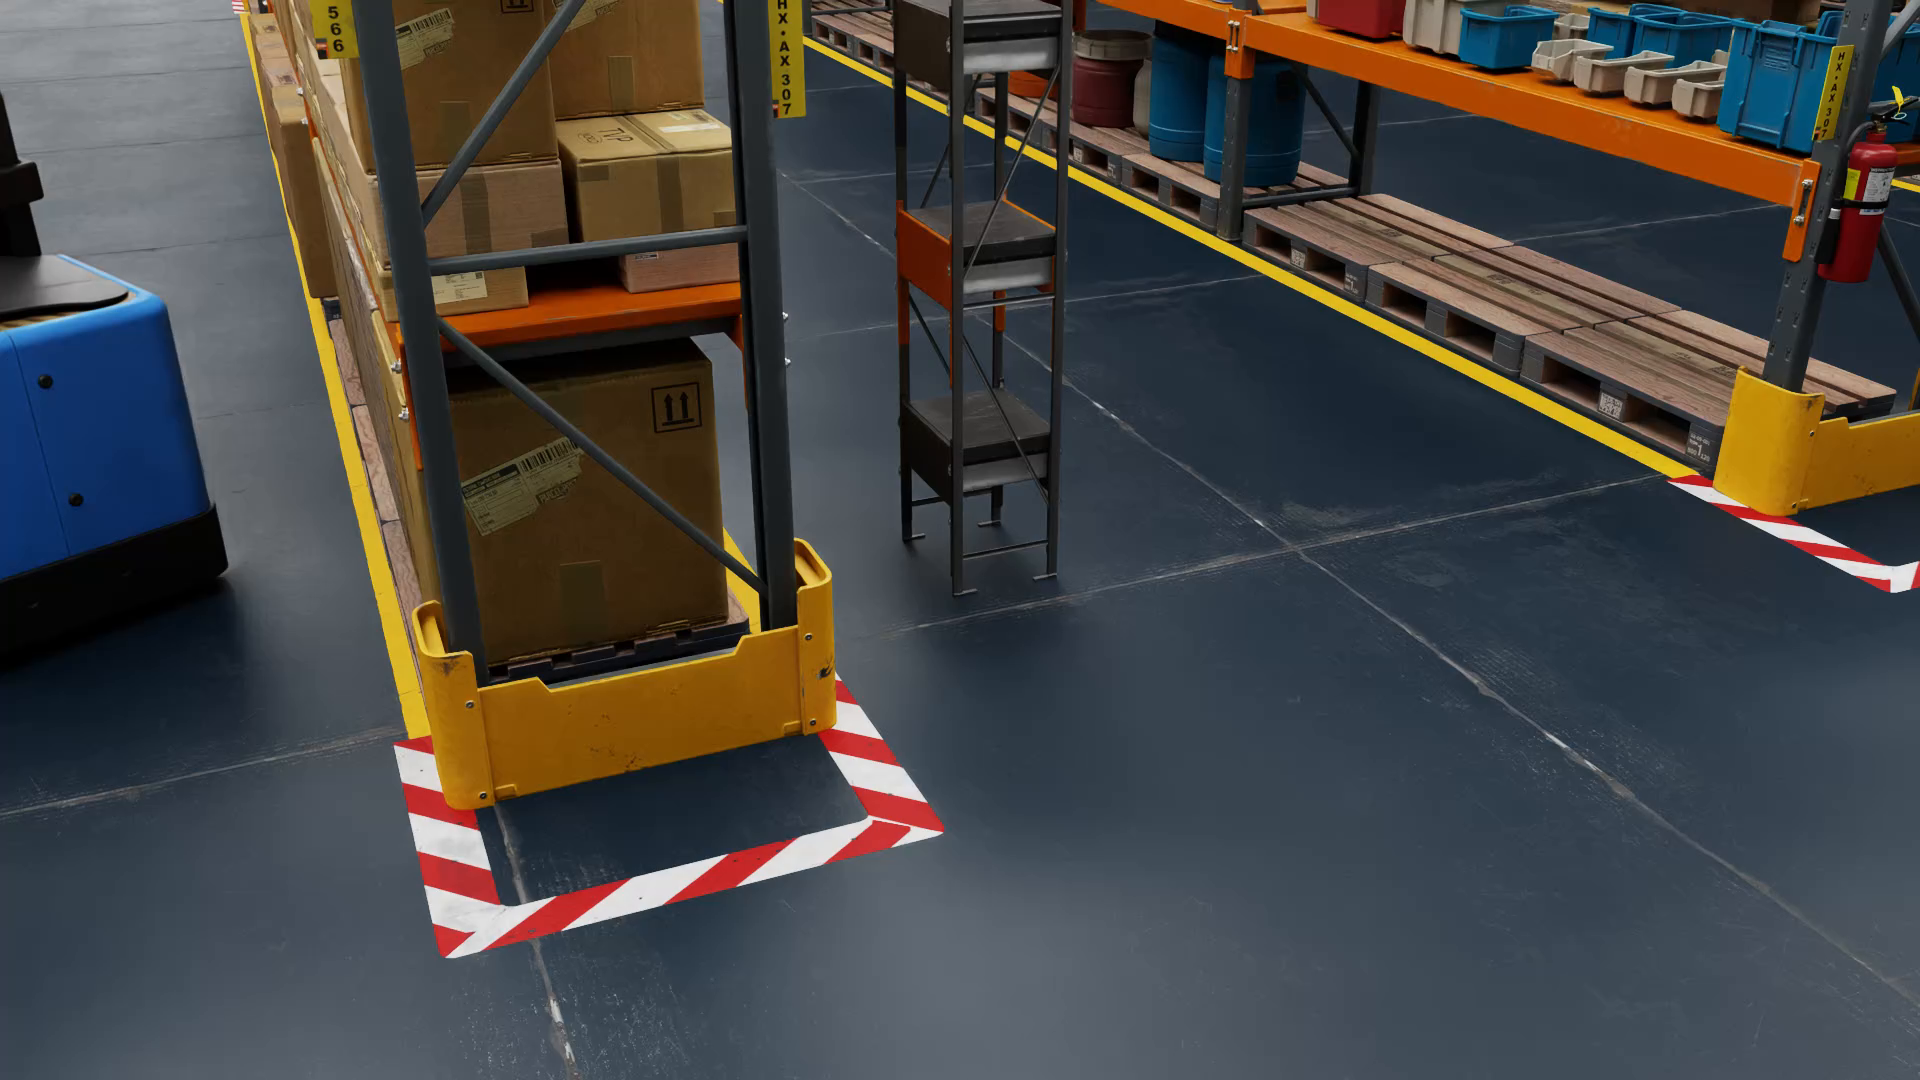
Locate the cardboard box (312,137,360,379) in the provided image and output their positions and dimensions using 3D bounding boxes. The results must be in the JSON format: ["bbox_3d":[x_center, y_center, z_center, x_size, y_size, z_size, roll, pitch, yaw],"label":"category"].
[{"bbox_3d":[-2.353,-1.324,7.485,0.875,0.875,0.875,-11,28,-21],"label":"cardboard box"}]

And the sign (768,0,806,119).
[{"bbox_3d":[-0.459,-1.273,4.361,0.100,0.325,0.005,-11,28,-21],"label":"sign"}]

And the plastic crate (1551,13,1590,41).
[{"bbox_3d":[2.978,-2.478,8.139,0.293,0.136,0.466,-11,28,-21],"label":"plastic crate"}]

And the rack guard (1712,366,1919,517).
[{"bbox_3d":[3.607,-0.475,6.654,1.175,0.500,0.348,-11,28,-21],"label":"rack guard"}]

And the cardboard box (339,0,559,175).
[{"bbox_3d":[-1.404,-1.310,4.491,0.500,0.500,0.500,-10,28,-20],"label":"cardboard box"}]

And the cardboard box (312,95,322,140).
[{"bbox_3d":[-2.317,-1.659,6.516,0.380,0.149,0.250,-11,28,-21],"label":"cardboard box"}]

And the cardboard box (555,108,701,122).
[{"bbox_3d":[-1.121,-1.270,5.265,0.500,0.250,0.500,-11,28,-21],"label":"cardboard box"}]

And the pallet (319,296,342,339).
[{"bbox_3d":[-2.910,-1.415,8.908,1.003,0.211,1.213,-11,28,-21],"label":"pallet"}]

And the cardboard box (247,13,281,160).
[{"bbox_3d":[-3.854,-2.937,10.789,1.225,0.875,0.875,-12,28,-23],"label":"cardboard box"}]

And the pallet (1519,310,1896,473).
[{"bbox_3d":[3.298,-0.693,7.428,1.003,0.211,1.213,-11,28,-21],"label":"pallet"}]

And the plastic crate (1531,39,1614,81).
[{"bbox_3d":[2.735,-2.157,7.481,0.298,0.136,0.250,-11,28,-21],"label":"plastic crate"}]

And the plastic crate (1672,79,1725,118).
[{"bbox_3d":[3.100,-1.813,6.776,0.396,0.136,0.243,-11,28,-21],"label":"plastic crate"}]

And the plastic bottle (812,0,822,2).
[{"bbox_3d":[-1.499,-5.693,17.009,0.144,0.351,0.185,-11,28,-21],"label":"plastic bottle"}]

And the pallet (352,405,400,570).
[{"bbox_3d":[-1.831,-0.303,6.630,1.003,0.211,1.213,-11,28,-21],"label":"pallet"}]

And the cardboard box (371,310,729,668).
[{"bbox_3d":[-1.296,-0.234,5.253,0.875,0.875,0.875,-11,28,-21],"label":"cardboard box"}]

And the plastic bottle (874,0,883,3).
[{"bbox_3d":[-0.835,-5.626,16.963,0.097,0.271,0.097,0,26,0],"label":"plastic bottle"}]

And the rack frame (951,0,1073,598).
[{"bbox_3d":[0.160,-0.778,5.451,0.400,2.100,0.015,-11,28,-21],"label":"rack frame"}]

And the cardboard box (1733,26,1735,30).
[{"bbox_3d":[5.740,-3.699,12.754,0.500,0.500,0.500,-10,28,-20],"label":"cardboard box"}]

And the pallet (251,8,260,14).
[{"bbox_3d":[-6.448,-5.105,16.465,1.003,0.211,1.213,-11,28,-21],"label":"pallet"}]

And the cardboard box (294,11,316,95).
[{"bbox_3d":[-2.405,-2.000,6.759,0.500,0.250,0.500,-11,28,-21],"label":"cardboard box"}]

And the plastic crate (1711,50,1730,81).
[{"bbox_3d":[3.477,-2.088,7.341,0.250,0.136,0.298,-11,28,-21],"label":"plastic crate"}]

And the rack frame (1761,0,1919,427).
[{"bbox_3d":[3.586,-1.606,6.121,1.000,3.000,0.127,-11,28,-21],"label":"rack frame"}]

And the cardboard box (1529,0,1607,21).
[{"bbox_3d":[5.137,-4.317,14.020,0.500,0.500,0.500,-12,28,-22],"label":"cardboard box"}]

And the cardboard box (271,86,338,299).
[{"bbox_3d":[-2.807,-1.859,8.581,1.225,0.875,0.875,-10,28,-20],"label":"cardboard box"}]

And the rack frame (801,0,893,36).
[{"bbox_3d":[-1.114,-6.451,16.043,1.000,3.000,0.127,-11,28,-21],"label":"rack frame"}]

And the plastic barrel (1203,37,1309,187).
[{"bbox_3d":[1.822,-2.689,10.252,0.600,0.901,0.708,-11,28,-21],"label":"plastic barrel"}]

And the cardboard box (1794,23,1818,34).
[{"bbox_3d":[6.394,-3.596,12.543,0.500,0.500,0.500,-10,28,-20],"label":"cardboard box"}]

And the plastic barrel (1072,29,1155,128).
[{"bbox_3d":[1.102,-3.290,11.840,0.600,0.588,0.708,-11,28,-21],"label":"plastic barrel"}]

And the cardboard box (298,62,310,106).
[{"bbox_3d":[-2.626,-1.974,7.162,0.380,0.149,0.250,-12,28,-22],"label":"cardboard box"}]

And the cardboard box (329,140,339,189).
[{"bbox_3d":[-2.013,-1.347,5.876,0.380,0.149,0.250,-10,28,-20],"label":"cardboard box"}]

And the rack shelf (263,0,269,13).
[{"bbox_3d":[-4.888,-4.469,12.804,1.077,0.370,4.000,-11,28,-21],"label":"rack shelf"}]

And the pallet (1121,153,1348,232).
[{"bbox_3d":[1.755,-2.287,10.693,1.003,0.211,1.213,-11,28,-21],"label":"pallet"}]

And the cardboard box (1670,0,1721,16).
[{"bbox_3d":[6.025,-4.325,13.183,0.500,0.250,0.500,-11,28,-22],"label":"cardboard box"}]

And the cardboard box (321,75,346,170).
[{"bbox_3d":[-1.803,-1.382,5.493,0.500,0.250,0.500,-12,28,-22],"label":"cardboard box"}]

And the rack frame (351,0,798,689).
[{"bbox_3d":[-0.972,-0.755,4.378,1.000,3.000,0.127,-11,28,-21],"label":"rack frame"}]

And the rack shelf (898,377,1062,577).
[{"bbox_3d":[0.065,-0.235,5.966,0.431,0.518,0.480,-11,28,-21],"label":"rack shelf"}]

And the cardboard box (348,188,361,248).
[{"bbox_3d":[-1.712,-1.037,5.242,0.380,0.149,0.250,-10,28,-20],"label":"cardboard box"}]

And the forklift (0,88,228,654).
[{"bbox_3d":[-4.028,-1.417,5.812,3.031,2.935,1.130,21,33,37],"label":"forklift"}]

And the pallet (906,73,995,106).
[{"bbox_3d":[0.185,-3.902,14.002,1.003,0.211,1.213,-11,28,-21],"label":"pallet"}]

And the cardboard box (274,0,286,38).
[{"bbox_3d":[-3.371,-2.967,8.795,0.500,0.500,0.500,-11,28,-21],"label":"cardboard box"}]

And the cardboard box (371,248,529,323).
[{"bbox_3d":[-1.414,-0.729,4.612,0.380,0.149,0.250,-10,28,-20],"label":"cardboard box"}]

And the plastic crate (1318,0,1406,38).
[{"bbox_3d":[2.138,-2.873,8.575,0.402,0.464,0.583,-11,28,-21],"label":"plastic crate"}]

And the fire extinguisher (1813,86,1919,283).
[{"bbox_3d":[3.227,-1.265,5.935,0.296,0.674,0.183,-11,28,-21],"label":"fire extinguisher"}]

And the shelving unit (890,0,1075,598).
[{"bbox_3d":[0.065,-0.877,5.652,0.431,2.100,0.503,-11,28,-21],"label":"shelving unit"}]
